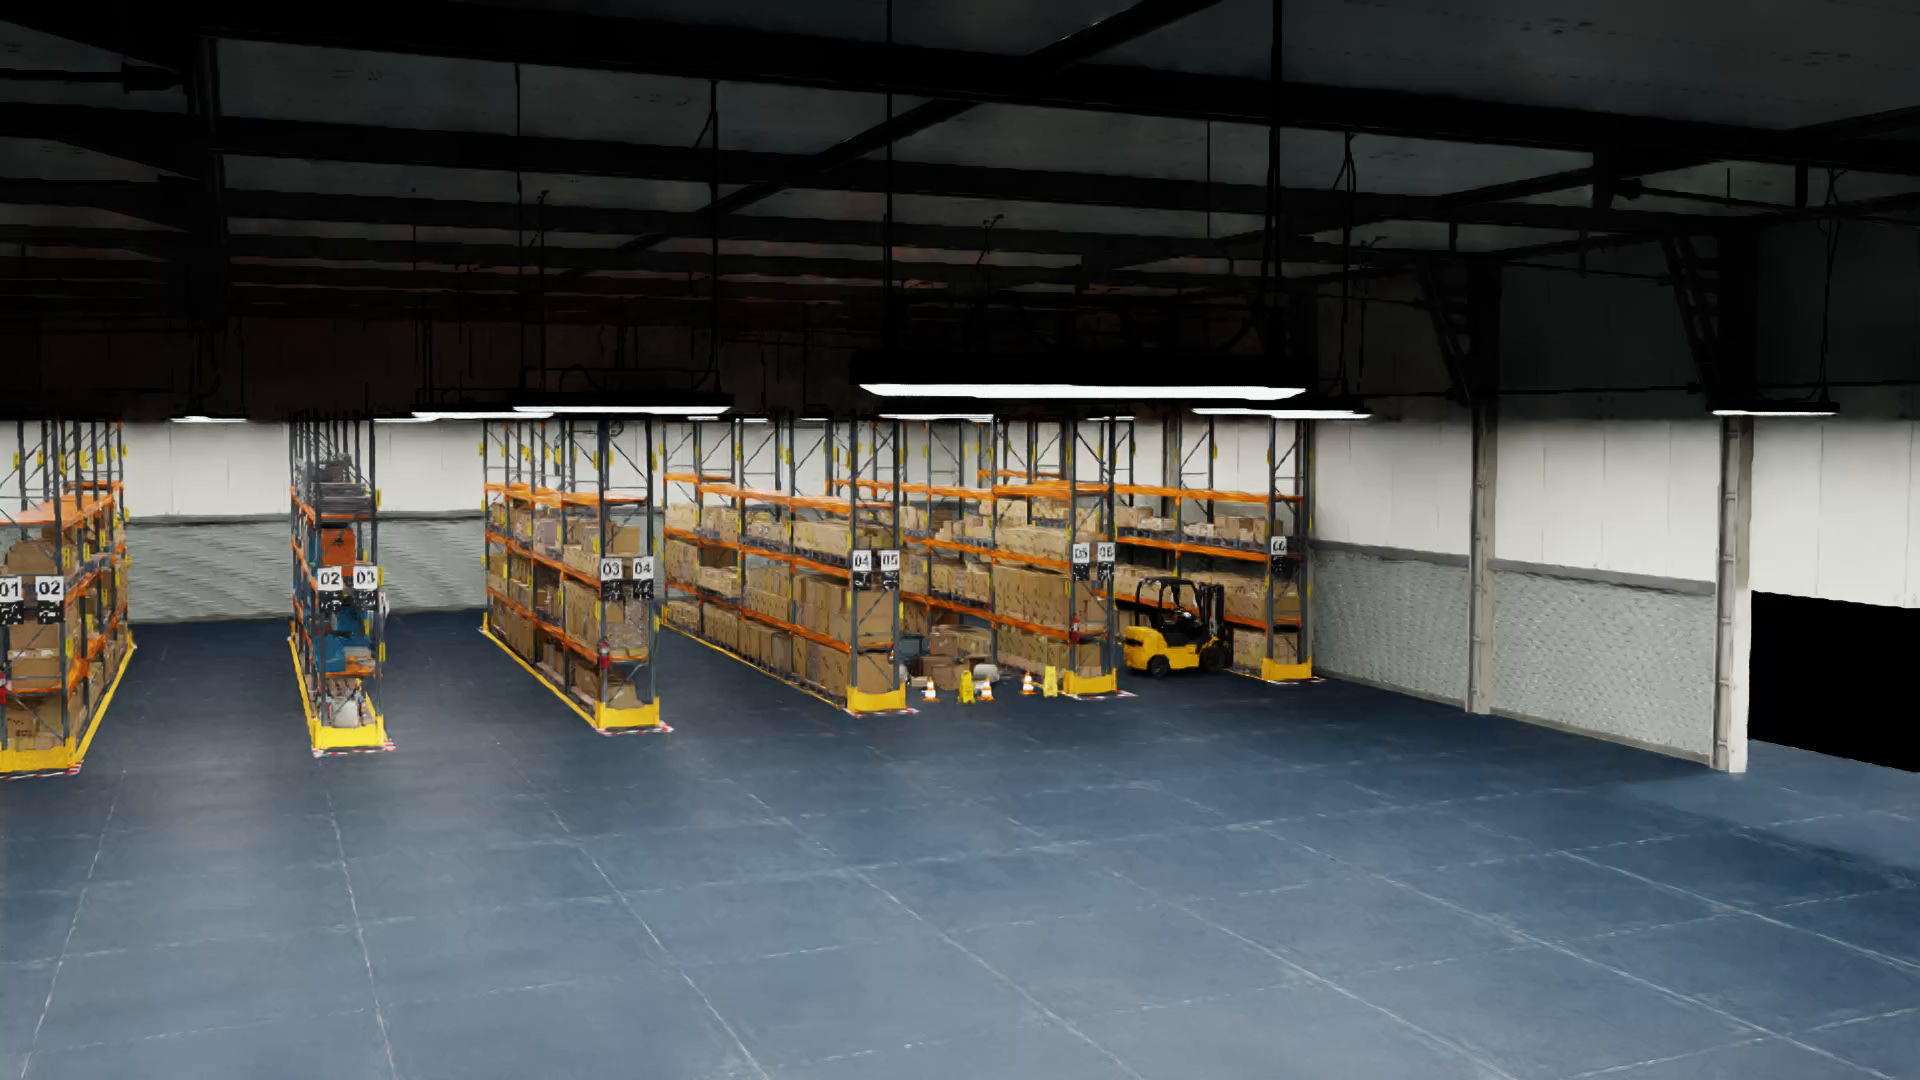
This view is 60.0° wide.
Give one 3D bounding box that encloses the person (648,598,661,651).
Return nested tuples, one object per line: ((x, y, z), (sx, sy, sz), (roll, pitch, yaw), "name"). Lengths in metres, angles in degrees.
((-7.848, 1.987, 41.875), (0.447, 1.574, 1.088), (-2, 4, -21), "person")

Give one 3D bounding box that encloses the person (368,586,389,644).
((-15.123, 1.897, 43.105), (0.639, 1.632, 0.498), (-2, 4, -25), "person")
